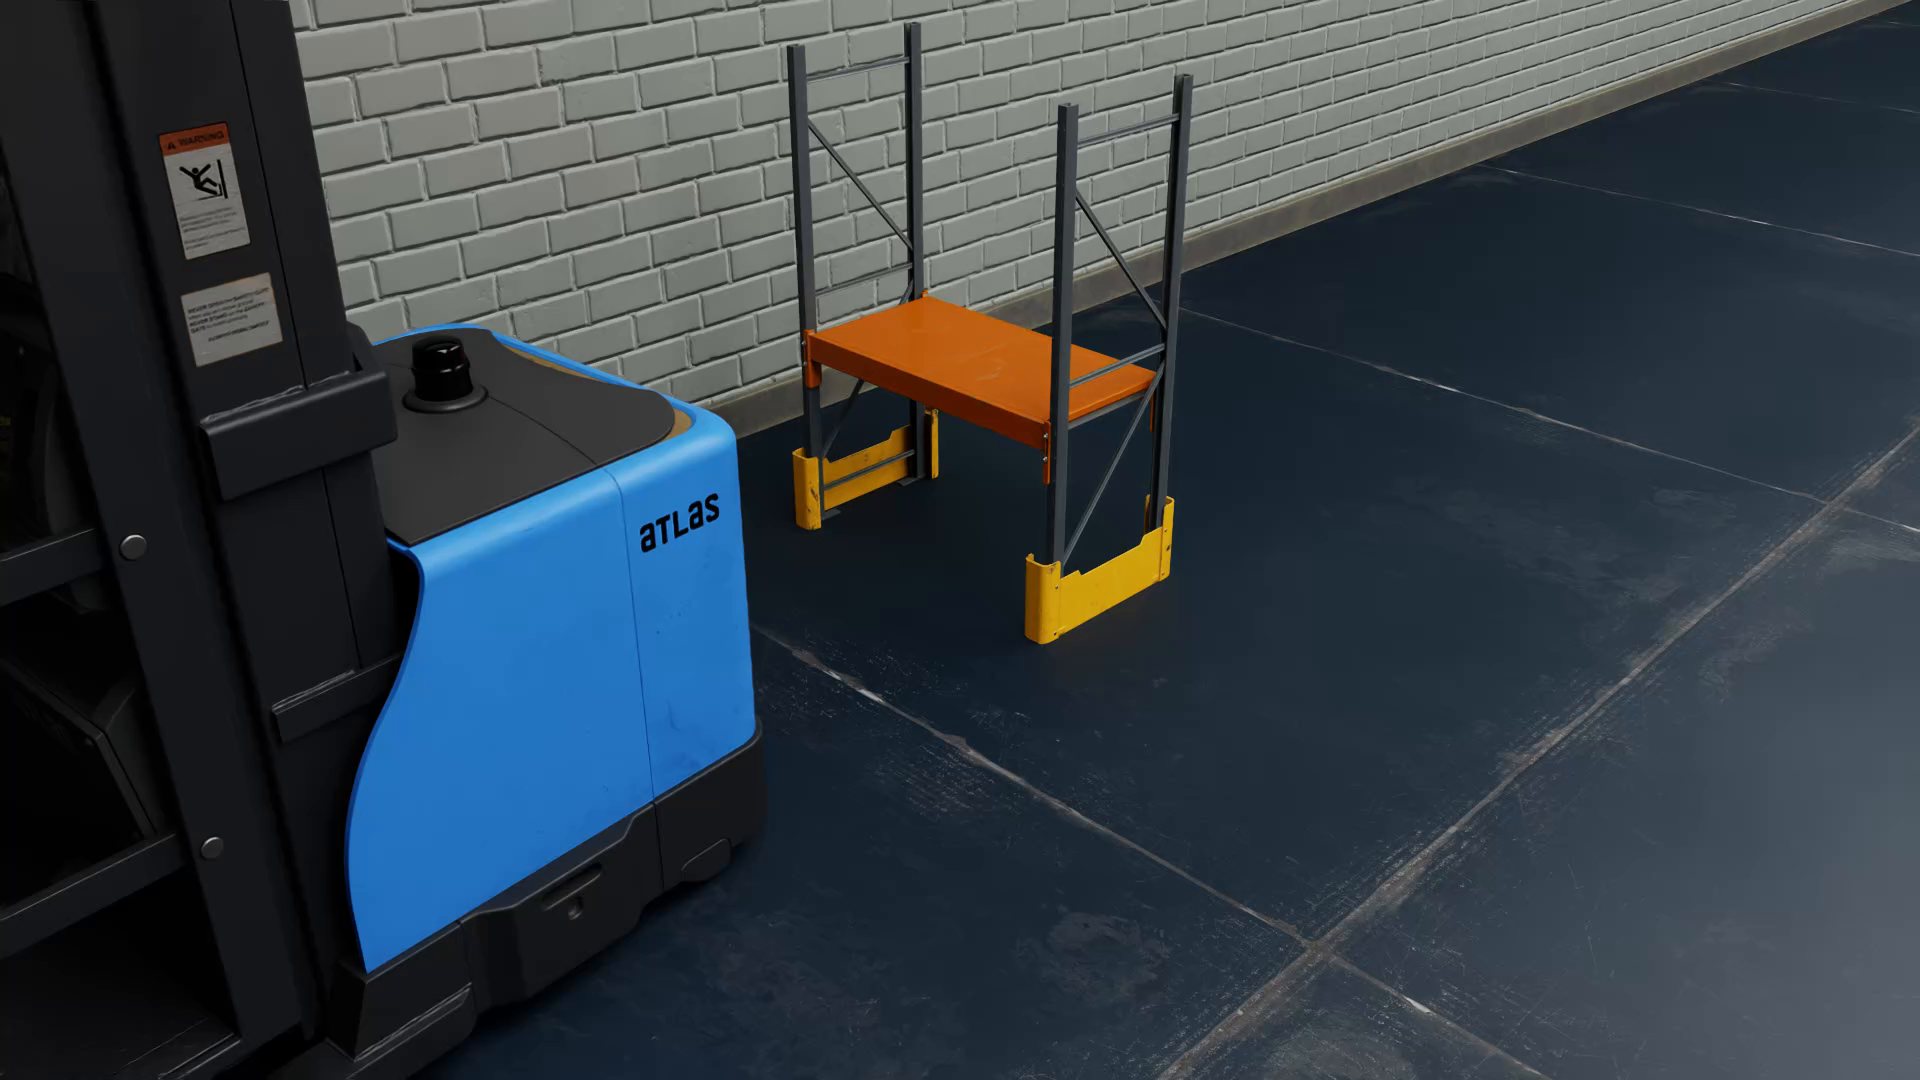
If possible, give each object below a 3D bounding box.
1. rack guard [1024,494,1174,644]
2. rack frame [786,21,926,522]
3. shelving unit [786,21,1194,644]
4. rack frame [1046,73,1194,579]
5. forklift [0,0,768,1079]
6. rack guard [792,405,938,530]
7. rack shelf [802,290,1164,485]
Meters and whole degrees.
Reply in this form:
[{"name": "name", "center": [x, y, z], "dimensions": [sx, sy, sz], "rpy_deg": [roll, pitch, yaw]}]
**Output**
[{"name": "rack guard", "center": [0.409, 0.077, 4.835], "dimensions": [0.087, 0.250, 0.587], "rpy_deg": [25, 36, 38]}, {"name": "rack frame", "center": [-0.302, -0.802, 5.163], "dimensions": [0.032, 1.500, 0.500], "rpy_deg": [25, 36, 38]}, {"name": "shelving unit", "center": [0.054, -0.639, 4.854], "dimensions": [1.083, 1.500, 0.587], "rpy_deg": [25, 36, 38]}, {"name": "rack frame", "center": [0.423, -0.470, 4.533], "dimensions": [0.032, 1.500, 0.500], "rpy_deg": [25, 36, 38]}, {"name": "forklift", "center": [-1.775, -0.212, 2.504], "dimensions": [1.130, 2.935, 3.031], "rpy_deg": [21, 34, 34]}, {"name": "rack guard", "center": [-0.301, -0.248, 5.454], "dimensions": [0.087, 0.250, 0.587], "rpy_deg": [25, 36, 38]}, {"name": "rack shelf", "center": [0.061, -0.477, 4.932], "dimensions": [1.000, 0.185, 0.538], "rpy_deg": [25, 36, 38]}]
